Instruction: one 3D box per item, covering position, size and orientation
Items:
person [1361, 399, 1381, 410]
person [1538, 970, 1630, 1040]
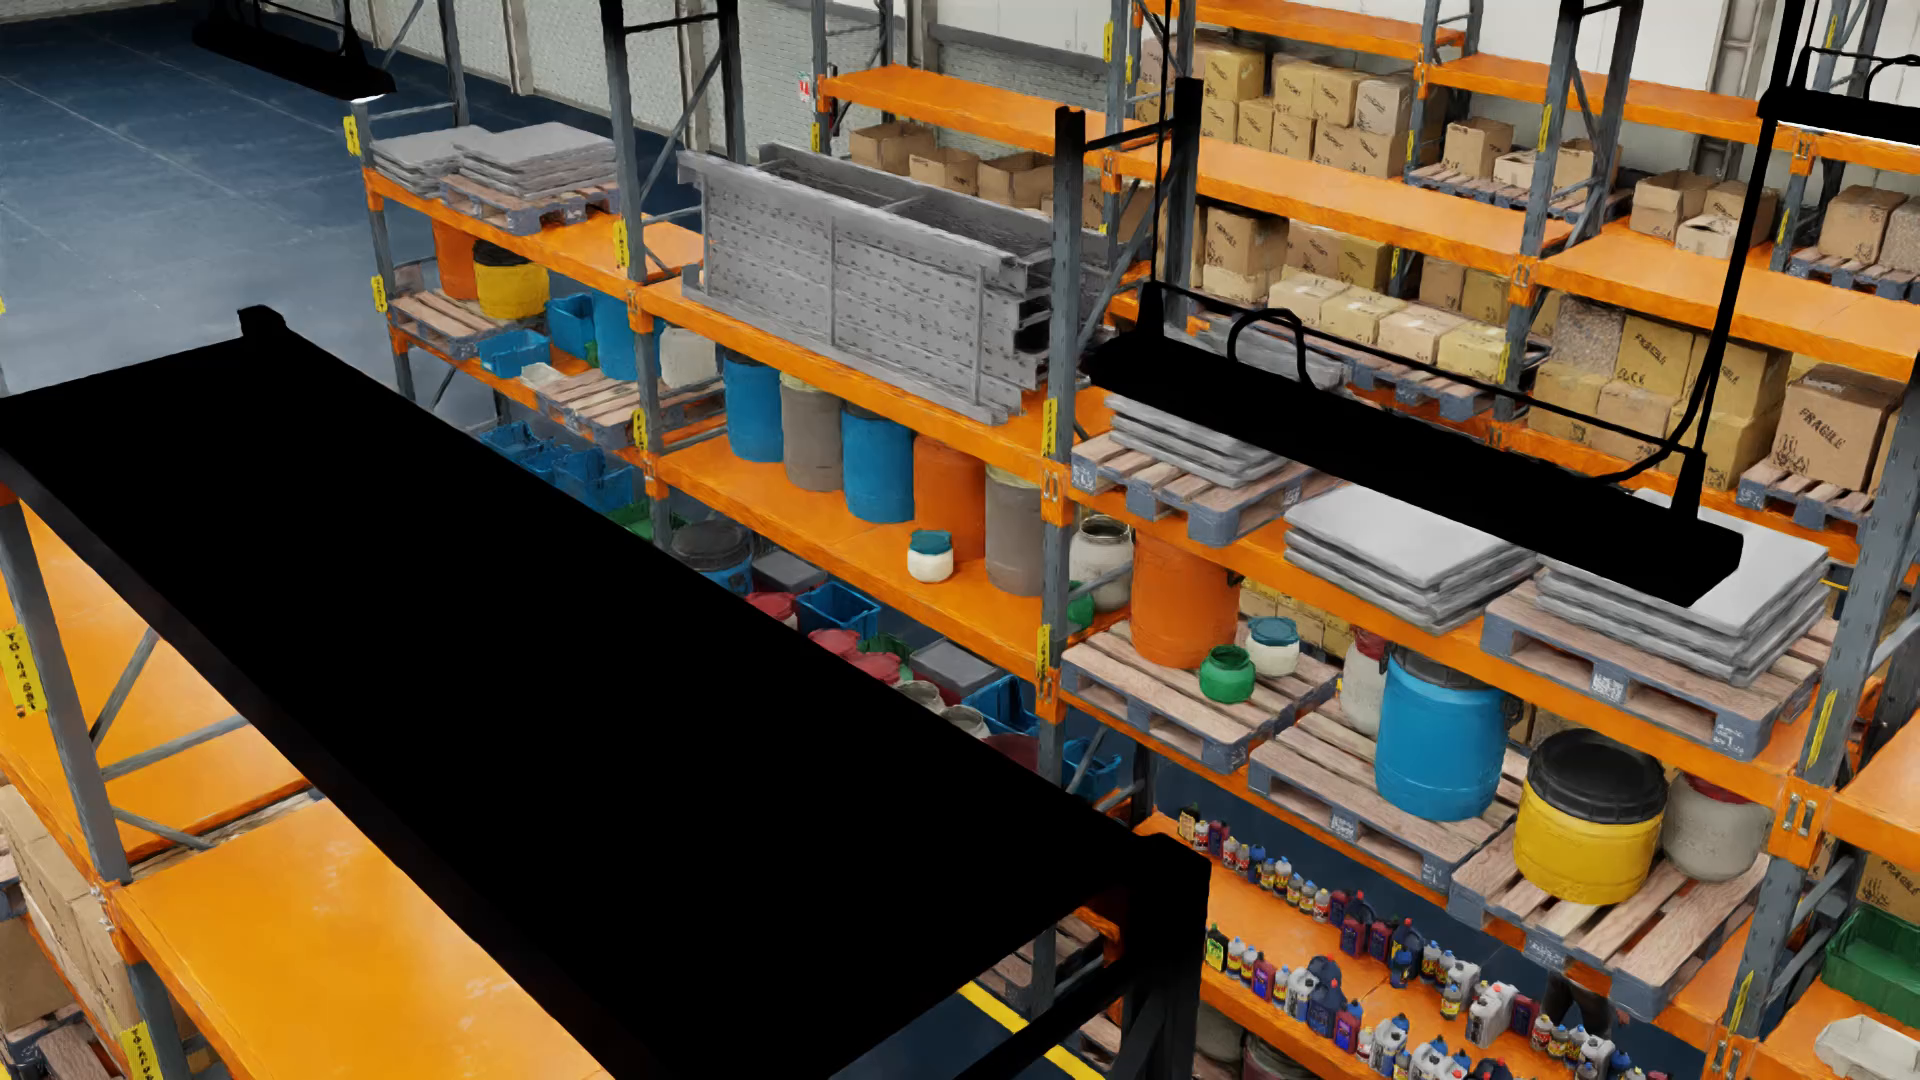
[{"bbox_3d":[3.954,-0.584,16.191,1.119,1.644,0.543,25,37,38],"label":"person"},{"bbox_3d":[3.846,2.621,10.074,0.587,1.768,0.647,-12,30,-21],"label":"person"}]
